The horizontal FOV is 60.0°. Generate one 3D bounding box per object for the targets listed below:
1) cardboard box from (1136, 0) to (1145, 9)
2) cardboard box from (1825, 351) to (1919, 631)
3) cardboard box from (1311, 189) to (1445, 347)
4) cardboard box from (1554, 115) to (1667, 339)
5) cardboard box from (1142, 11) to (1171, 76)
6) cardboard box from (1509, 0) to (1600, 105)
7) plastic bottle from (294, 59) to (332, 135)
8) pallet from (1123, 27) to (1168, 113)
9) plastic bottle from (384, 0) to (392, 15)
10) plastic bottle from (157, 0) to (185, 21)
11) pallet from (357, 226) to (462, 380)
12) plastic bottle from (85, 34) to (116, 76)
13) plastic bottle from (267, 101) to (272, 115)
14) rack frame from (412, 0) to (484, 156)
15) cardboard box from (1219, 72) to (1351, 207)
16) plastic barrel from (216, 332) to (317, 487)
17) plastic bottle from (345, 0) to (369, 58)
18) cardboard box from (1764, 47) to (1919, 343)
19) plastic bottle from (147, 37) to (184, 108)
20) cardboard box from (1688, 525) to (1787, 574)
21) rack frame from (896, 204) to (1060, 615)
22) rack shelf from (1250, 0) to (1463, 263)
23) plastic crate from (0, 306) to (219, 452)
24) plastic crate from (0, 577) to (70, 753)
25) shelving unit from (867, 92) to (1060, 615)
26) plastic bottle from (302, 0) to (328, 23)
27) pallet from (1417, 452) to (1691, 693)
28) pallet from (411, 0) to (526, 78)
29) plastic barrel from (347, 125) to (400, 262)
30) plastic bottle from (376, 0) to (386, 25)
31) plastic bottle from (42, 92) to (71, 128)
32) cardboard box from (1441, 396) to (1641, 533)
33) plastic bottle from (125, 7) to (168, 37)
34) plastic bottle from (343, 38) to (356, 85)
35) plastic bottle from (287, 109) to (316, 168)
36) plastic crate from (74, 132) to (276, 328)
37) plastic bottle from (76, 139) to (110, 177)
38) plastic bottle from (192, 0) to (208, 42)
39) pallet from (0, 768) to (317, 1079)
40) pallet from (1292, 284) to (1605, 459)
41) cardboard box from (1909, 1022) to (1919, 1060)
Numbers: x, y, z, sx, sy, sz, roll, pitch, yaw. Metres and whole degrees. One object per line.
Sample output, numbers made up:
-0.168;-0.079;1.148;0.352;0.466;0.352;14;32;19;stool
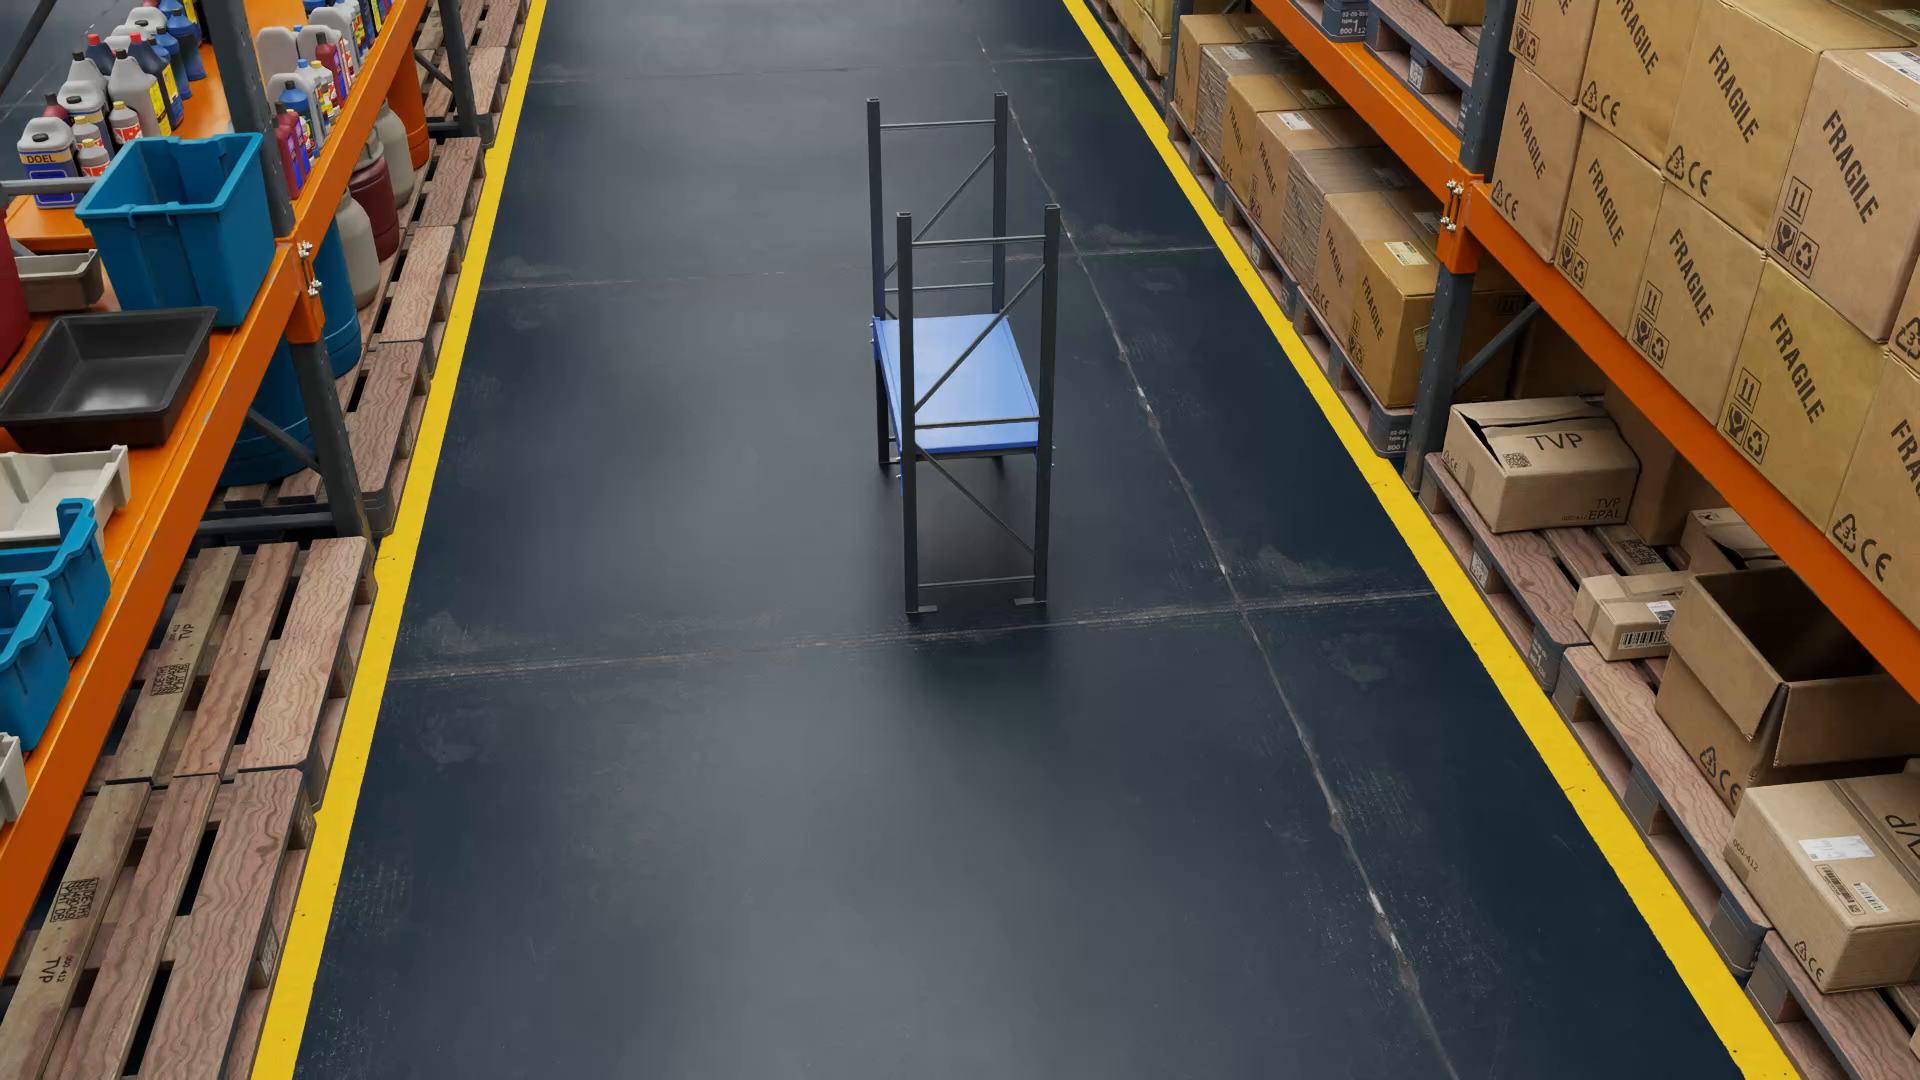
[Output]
1.328;-3.551;10.367;0.500;0.311;0.500;-5;35;-7;cardboard box
2.330;-0.093;3.634;0.500;0.500;0.500;-4;34;-6;cardboard box
1.849;-1.165;7.125;0.500;0.500;0.500;-4;35;-6;cardboard box
2.128;-0.937;4.873;0.500;0.500;0.500;-4;34;-6;cardboard box
1.407;-3.031;10.102;0.500;0.250;0.500;-4;34;-5;cardboard box
2.042;-1.656;5.040;0.500;0.500;0.500;-4;34;-5;cardboard box
-2.374;-1.618;6.075;0.097;0.271;0.097;0;34;0;plastic bottle
1.647;-3.028;10.506;1.003;0.211;1.213;-4;35;-6;pallet
-2.559;-2.466;7.308;0.061;0.283;0.133;-4;35;-6;plastic bottle
-3.192;-2.087;6.763;0.097;0.271;0.097;0;34;0;plastic bottle
-2.882;-1.077;7.643;1.003;0.211;1.213;-4;35;-6;pallet
-3.124;-1.684;6.101;0.144;0.351;0.185;-4;35;-6;plastic bottle
-2.507;-1.503;5.968;0.097;0.201;0.097;0;34;0;plastic bottle
-3.190;-3.345;8.495;1.000;3.000;0.127;-4;35;-6;rack frame
1.636;-2.020;8.379;0.500;0.500;0.500;-5;35;-7;cardboard box
-2.708;-0.724;6.140;0.600;0.901;0.708;-4;35;-6;plastic barrel
-2.494;-2.114;6.803;0.097;0.271;0.097;0;34;0;plastic bottle
2.251;-0.794;3.774;0.500;0.500;0.500;-3;34;-5;cardboard box
-3.021;-1.761;6.284;0.097;0.271;0.097;0;34;0;plastic bottle
2.716;0.158;5.351;0.500;0.311;0.500;-4;35;-6;cardboard box
0.057;-0.384;5.481;0.500;1.500;0.032;-4;35;-6;rack frame
1.988;-2.305;7.608;1.077;0.370;4.000;-4;35;-6;rack shelf
-2.235;-0.420;4.394;0.437;0.125;0.590;-4;35;-6;plastic crate
-1.998;0.266;3.292;0.416;0.233;0.300;-4;35;-6;plastic crate
-0.011;-0.667;5.897;0.538;1.500;1.048;-4;35;-6;shelving unit
-2.650;-2.158;6.867;0.097;0.271;0.097;0;34;0;plastic bottle
2.349;0.050;5.990;1.003;0.211;1.213;-4;35;-6;pallet
-3.416;-3.307;10.916;1.003;0.211;1.213;-4;35;-6;pallet
-2.955;-1.620;7.733;0.600;0.588;0.708;-4;35;-6;plastic barrel
-2.579;-2.402;7.154;0.144;0.351;0.185;-4;35;-6;plastic bottle
-3.101;-1.386;5.724;0.061;0.283;0.133;-4;35;-6;plastic bottle
2.099;-0.306;6.033;0.500;0.311;0.500;-4;35;-6;cardboard box
-3.191;-1.947;6.554;0.152;0.276;0.135;-4;35;-6;plastic bottle
-2.449;-1.902;6.553;0.097;0.201;0.097;0;34;0;plastic bottle
-2.330;-1.405;5.825;0.097;0.201;0.097;0;34;0;plastic bottle
-2.251;-0.897;4.863;0.392;0.384;0.575;-4;35;-6;plastic crate
-2.904;-1.246;5.592;0.097;0.201;0.097;0;34;0;plastic bottle
-3.265;-2.254;7.004;0.152;0.276;0.135;-4;35;-6;plastic bottle
-2.347;1.129;4.406;1.003;0.211;1.213;-4;35;-6;pallet
2.110;-0.785;7.214;1.003;0.211;1.213;-4;35;-6;pallet
2.513;1.217;3.925;0.380;0.166;0.250;-4;35;-6;cardboard box
